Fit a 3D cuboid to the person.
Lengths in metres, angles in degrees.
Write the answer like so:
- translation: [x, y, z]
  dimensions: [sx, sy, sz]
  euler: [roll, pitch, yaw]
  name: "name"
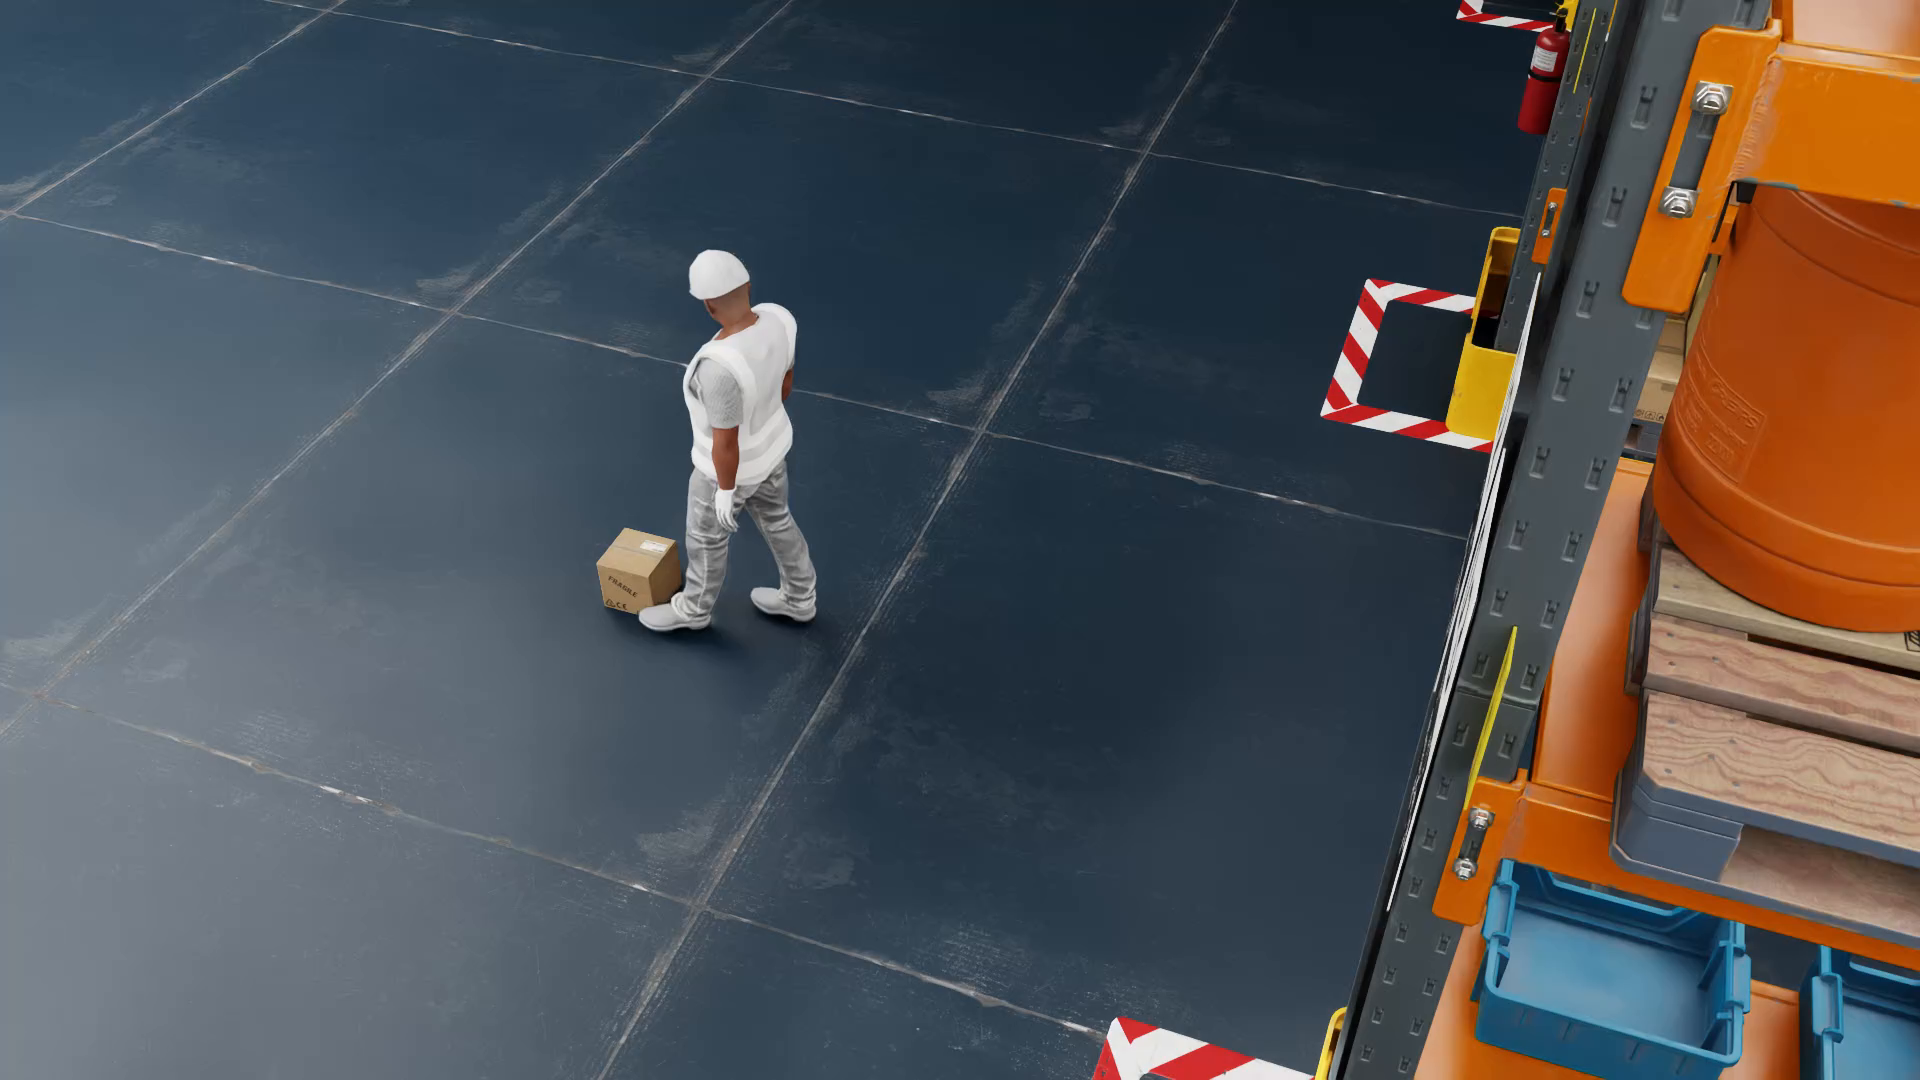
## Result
- translation: [-0.954, -0.375, 6.543]
  dimensions: [0.673, 1.761, 0.612]
  euler: [17, 44, 19]
  name: "person"
